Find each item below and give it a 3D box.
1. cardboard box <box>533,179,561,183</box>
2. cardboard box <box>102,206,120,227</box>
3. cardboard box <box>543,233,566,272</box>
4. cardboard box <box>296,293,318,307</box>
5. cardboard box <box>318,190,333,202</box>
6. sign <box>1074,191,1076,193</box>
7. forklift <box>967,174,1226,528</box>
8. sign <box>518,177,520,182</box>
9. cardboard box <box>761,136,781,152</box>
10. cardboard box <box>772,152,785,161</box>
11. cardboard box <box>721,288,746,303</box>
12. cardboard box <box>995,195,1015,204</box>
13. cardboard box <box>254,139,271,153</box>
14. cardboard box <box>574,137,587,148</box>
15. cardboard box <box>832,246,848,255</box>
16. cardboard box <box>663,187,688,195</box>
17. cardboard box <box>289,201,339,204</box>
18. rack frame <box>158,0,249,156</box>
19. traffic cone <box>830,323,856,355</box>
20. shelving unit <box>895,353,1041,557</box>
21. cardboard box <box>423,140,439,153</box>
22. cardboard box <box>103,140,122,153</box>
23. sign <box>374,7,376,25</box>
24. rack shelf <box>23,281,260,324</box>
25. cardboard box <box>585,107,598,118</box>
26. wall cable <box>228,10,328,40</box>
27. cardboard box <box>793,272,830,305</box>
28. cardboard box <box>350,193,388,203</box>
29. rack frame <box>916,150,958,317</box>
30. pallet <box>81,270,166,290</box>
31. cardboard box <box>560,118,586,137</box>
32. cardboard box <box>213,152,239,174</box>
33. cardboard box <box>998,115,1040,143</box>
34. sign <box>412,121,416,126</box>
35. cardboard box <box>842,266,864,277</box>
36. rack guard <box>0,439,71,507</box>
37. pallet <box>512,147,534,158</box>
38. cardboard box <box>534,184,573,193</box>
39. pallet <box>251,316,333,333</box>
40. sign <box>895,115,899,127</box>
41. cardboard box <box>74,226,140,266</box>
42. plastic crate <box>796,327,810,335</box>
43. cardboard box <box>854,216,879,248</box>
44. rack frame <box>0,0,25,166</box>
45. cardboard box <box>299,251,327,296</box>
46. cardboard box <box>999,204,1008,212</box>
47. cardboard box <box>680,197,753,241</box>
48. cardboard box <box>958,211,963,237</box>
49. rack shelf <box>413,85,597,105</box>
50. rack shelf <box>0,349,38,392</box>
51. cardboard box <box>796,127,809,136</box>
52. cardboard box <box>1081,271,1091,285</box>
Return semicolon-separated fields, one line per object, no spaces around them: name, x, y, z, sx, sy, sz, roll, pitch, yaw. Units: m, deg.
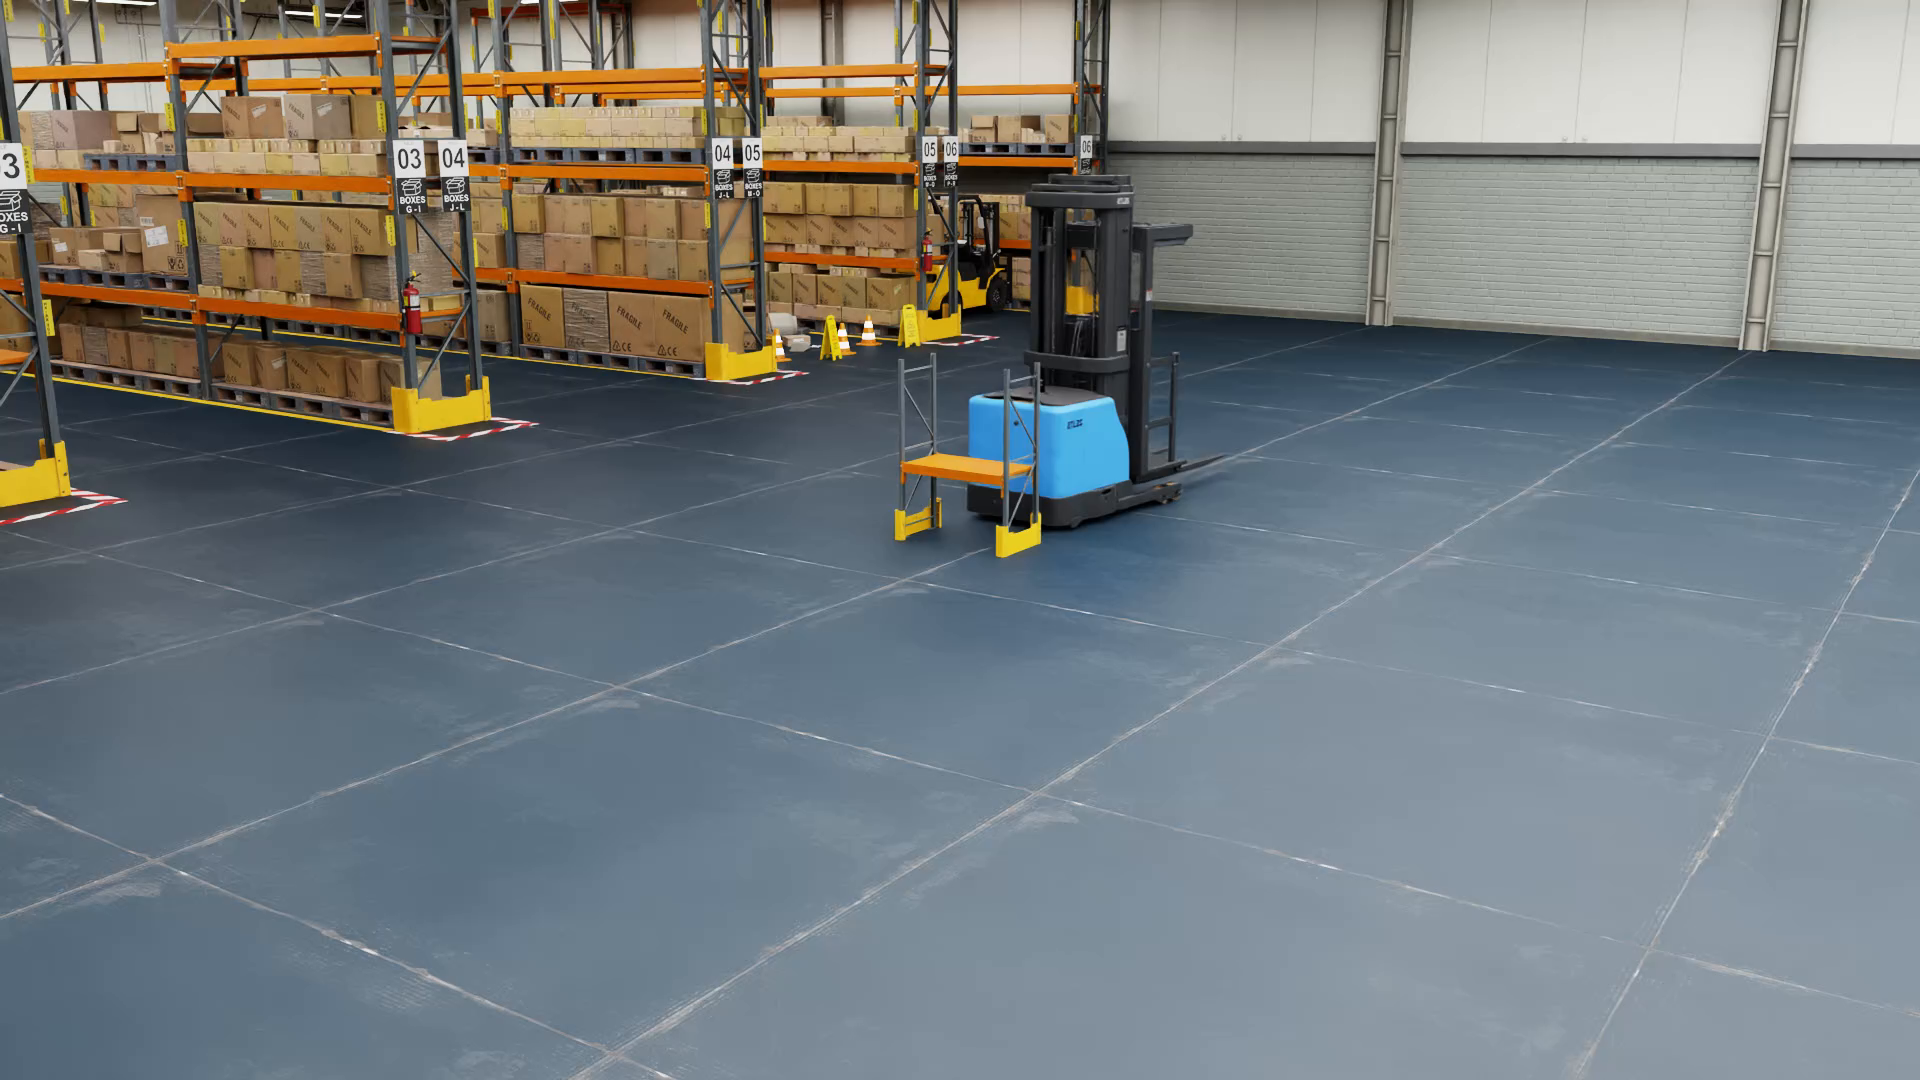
cardboard box;-9.402;-8.006;38.055;0.500;0.500;0.500;10;17;34
cardboard box;-15.243;-5.838;30.338;0.500;0.500;0.500;9;17;34
cardboard box;-5.580;-4.243;24.407;0.550;0.550;0.875;9;17;33
cardboard box;-7.550;-2.830;19.534;0.250;0.149;0.380;9;17;33
cardboard box;-12.968;-7.241;34.542;0.500;0.500;0.500;9;16;31
sign;2.089;-6.311;30.173;0.005;0.325;0.100;9;17;33
forklift;1.387;-1.817;15.062;1.130;2.935;3.031;11;18;38
sign;-10.547;-8.710;39.697;0.005;0.325;0.100;9;17;33
cardboard box;-3.038;-6.633;27.828;0.500;0.250;0.500;9;17;32
cardboard box;-2.922;-6.431;27.841;0.250;0.149;0.380;10;17;34
cardboard box;-4.120;-4.285;29.485;0.625;0.372;0.950;9;17;34
cardboard box;0.873;-6.405;31.280;0.250;0.149;0.380;10;17;34
cardboard box;-8.013;-4.615;19.464;0.250;0.149;0.380;9;16;32
cardboard box;-5.192;-5.586;23.343;0.250;0.149;0.380;9;17;33
cardboard box;-1.894;-4.793;27.467;0.250;0.149;0.380;9;17;32
cardboard box;-5.012;-6.137;29.322;0.250;0.149;0.380;8;16;30
cardboard box;-7.857;-3.850;20.224;0.500;0.500;0.500;9;17;33
rack frame;-9.214;-6.223;20.234;0.127;3.000;1.000;9;17;33
traffic cone;-1.778;-3.052;25.191;0.334;0.463;0.336;9;17;33
shelving unit;0.063;-0.718;13.602;1.083;1.500;0.587;9;17;33
cardboard box;-5.994;-4.434;18.733;0.250;0.149;0.380;9;17;32
cardboard box;-10.826;-5.089;21.508;0.250;0.166;0.380;9;16;31
sign;-9.374;-8.376;26.659;0.005;0.325;0.100;9;17;33
rack shelf;-10.873;-3.230;22.125;4.000;0.370;1.077;9;17;33
cardboard box;-4.987;-5.939;23.112;0.250;0.149;0.380;9;17;33
wall cable;-16.510;-11.233;40.395;0.133;3.039;2.988;9;17;33
cardboard box;-2.464;-4.248;28.027;0.500;0.500;0.500;10;17;36
cardboard box;-9.314;-5.294;26.679;0.500;0.500;0.700;9;17;33
rack frame;-0.364;-4.750;26.770;0.127;3.000;1.000;9;17;33
pallet;-10.868;-3.497;22.106;1.213;0.211;1.003;9;17;33
cardboard box;-5.274;-5.810;23.419;0.500;0.250;0.500;9;16;32
cardboard box;-8.542;-4.513;19.880;0.500;0.250;0.500;9;17;32
cardboard box;1.106;-7.665;31.014;0.500;0.500;0.700;9;17;33
sign;-10.630;-7.994;32.391;0.005;0.325;0.100;9;17;33
cardboard box;-1.723;-4.424;27.390;0.250;0.149;0.380;10;17;34
rack guard;-8.748;-0.574;15.102;0.348;0.500;1.175;9;17;33
pallet;-7.566;-7.263;31.073;1.003;0.211;1.213;10;17;35
cardboard box;-7.577;-6.374;31.041;0.500;0.500;0.500;9;16;31
pallet;-11.337;-3.738;28.484;1.213;0.211;1.003;9;17;33
sign;-1.211;-8.027;32.035;0.005;0.325;0.100;9;17;33
cardboard box;-11.544;-3.980;22.577;0.500;0.500;0.700;12;19;41
plastic crate;-2.838;-3.495;27.777;0.583;0.080;0.402;3;14;14
cardboard box;-1.381;-5.029;27.070;0.500;0.500;0.500;9;17;33
rack frame;-8.659;-4.699;14.078;0.127;3.000;1.000;9;17;33
cardboard box;-7.209;-3.165;19.540;0.500;0.500;0.875;9;17;33
cardboard box;0.881;-6.262;31.318;0.250;0.149;0.380;9;17;33
cardboard box;-3.329;-4.404;22.813;0.550;0.550;0.875;9;17;33
cardboard box;0.169;-6.080;31.932;0.500;0.500;0.500;9;17;32
rack shelf;-8.662;-8.460;31.601;4.000;0.370;1.077;9;17;33
rack shelf;-10.319;-1.706;15.969;4.000;0.370;1.077;9;17;33
cardboard box;-2.493;-6.737;27.416;0.250;0.149;0.380;9;16;32
cardboard box;2.129;-4.957;31.412;0.500;0.250;0.500;10;17;34
